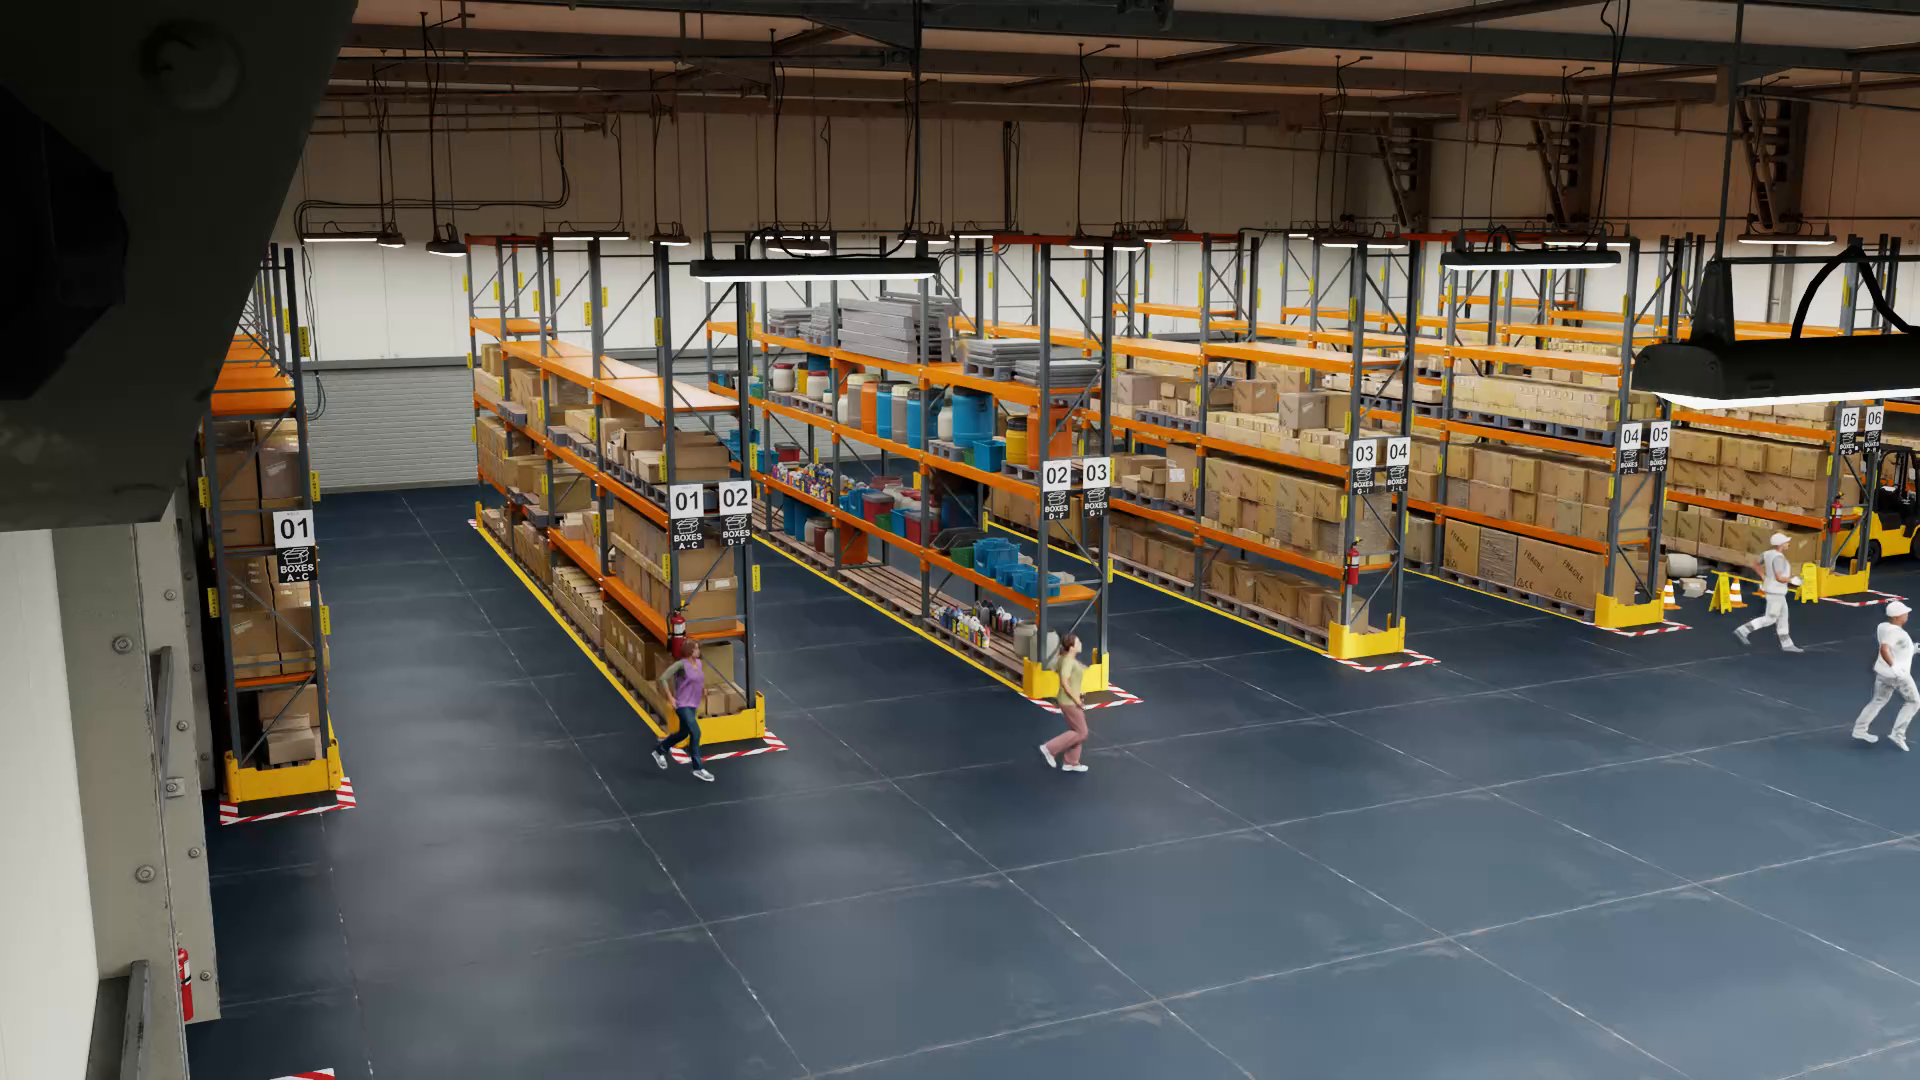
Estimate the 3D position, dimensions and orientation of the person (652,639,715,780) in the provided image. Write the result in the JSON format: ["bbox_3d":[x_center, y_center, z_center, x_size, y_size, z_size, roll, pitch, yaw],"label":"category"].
[{"bbox_3d":[-3.131,1.907,19.098,0.878,1.560,0.572,5,12,25],"label":"person"}]

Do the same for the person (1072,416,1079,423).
[{"bbox_3d":[2.638,-2.279,40.664,0.708,1.661,0.647,5,12,23],"label":"person"}]

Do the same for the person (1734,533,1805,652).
[{"bbox_3d":[11.922,0.778,24.375,0.992,1.781,0.658,3,11,13],"label":"person"}]

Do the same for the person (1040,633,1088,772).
[{"bbox_3d":[1.228,1.884,19.200,0.524,1.624,0.598,-1,11,-5],"label":"person"}]

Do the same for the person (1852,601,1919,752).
[{"bbox_3d":[11.234,1.640,20.011,0.758,1.832,0.659,1,11,3],"label":"person"}]
